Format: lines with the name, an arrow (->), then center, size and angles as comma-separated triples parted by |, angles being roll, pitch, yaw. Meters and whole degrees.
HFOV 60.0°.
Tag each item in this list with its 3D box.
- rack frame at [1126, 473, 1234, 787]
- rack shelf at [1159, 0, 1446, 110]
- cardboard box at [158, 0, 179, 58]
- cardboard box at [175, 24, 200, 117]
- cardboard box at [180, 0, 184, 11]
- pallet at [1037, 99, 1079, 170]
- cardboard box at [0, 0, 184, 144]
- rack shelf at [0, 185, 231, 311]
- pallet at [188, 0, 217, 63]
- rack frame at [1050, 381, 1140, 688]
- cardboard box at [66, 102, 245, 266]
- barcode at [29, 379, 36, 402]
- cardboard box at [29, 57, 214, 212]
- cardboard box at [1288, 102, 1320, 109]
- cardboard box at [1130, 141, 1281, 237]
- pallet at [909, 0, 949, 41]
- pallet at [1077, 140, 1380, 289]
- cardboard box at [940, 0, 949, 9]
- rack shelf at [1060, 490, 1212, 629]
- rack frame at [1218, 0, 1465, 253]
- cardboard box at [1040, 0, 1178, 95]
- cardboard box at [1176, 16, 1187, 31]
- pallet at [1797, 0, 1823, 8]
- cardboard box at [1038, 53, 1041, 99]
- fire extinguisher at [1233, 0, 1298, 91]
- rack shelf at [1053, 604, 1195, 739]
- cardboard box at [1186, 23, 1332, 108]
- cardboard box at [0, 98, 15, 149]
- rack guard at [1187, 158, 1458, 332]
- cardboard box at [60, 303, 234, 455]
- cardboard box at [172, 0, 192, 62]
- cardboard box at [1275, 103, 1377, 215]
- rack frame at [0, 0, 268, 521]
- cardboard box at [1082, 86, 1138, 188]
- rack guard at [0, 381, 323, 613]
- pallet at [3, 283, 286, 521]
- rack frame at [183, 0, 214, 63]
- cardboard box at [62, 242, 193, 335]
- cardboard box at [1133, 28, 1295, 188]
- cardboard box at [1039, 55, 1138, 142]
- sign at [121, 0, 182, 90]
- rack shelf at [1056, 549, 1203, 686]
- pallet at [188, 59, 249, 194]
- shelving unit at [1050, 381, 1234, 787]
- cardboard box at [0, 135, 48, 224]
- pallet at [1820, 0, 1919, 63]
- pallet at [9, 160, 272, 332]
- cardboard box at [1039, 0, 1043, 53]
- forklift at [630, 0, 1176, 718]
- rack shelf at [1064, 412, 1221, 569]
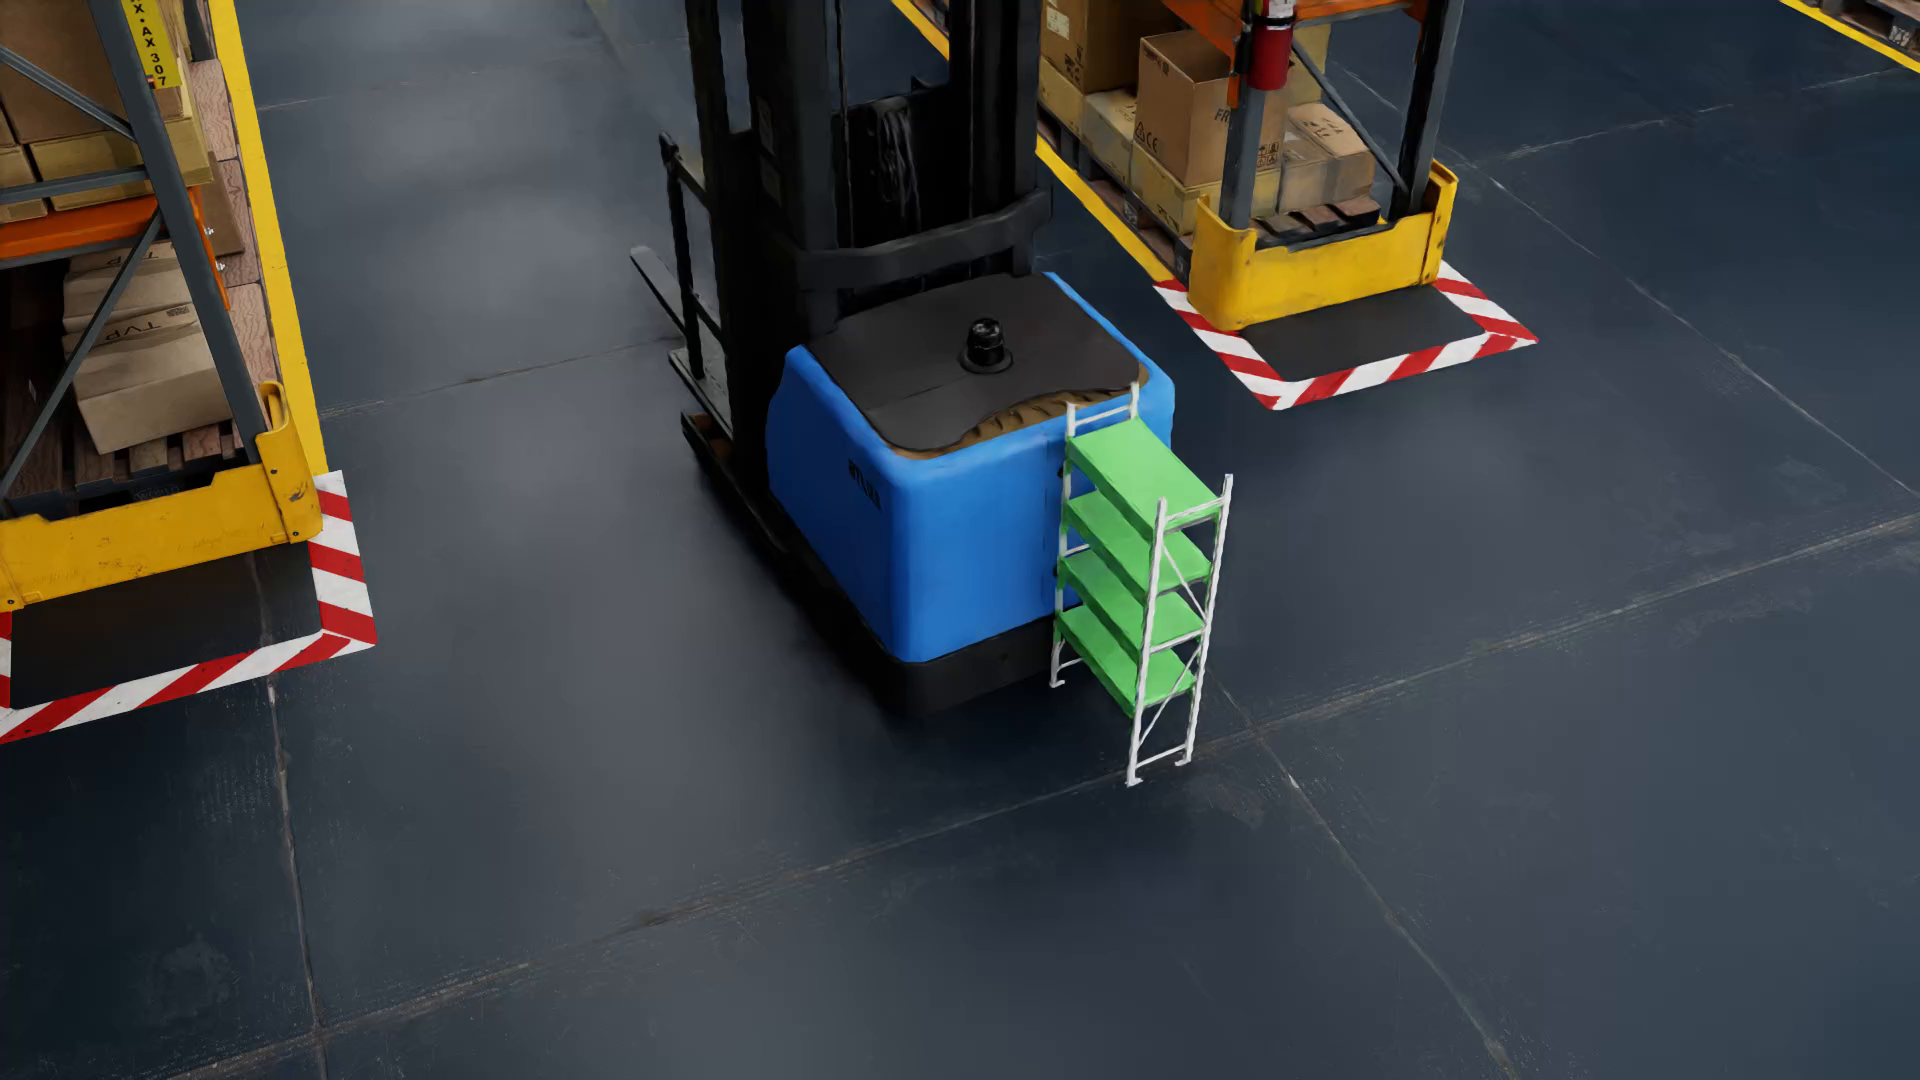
rack frame -> 0.646, 0.303, 4.977 | 0.240, 1.200, 0.015 | -19, 45, -21
rack shelf -> 0.839, -3.237, 8.266 | 1.077, 0.370, 4.000 | -15, 43, -17
cardboard box -> -3.056, -1.965, 5.759 | 0.500, 0.500, 0.500 | -15, 43, -17
cardboard box -> -3.077, -1.700, 6.026 | 0.500, 0.250, 0.500 | -16, 43, -18
cardboard box -> -3.457, -2.314, 6.740 | 0.500, 0.250, 0.500 | -15, 43, -16
pallet -> 0.810, -2.432, 8.916 | 1.003, 0.211, 1.213 | -15, 43, -17
cardboard box -> -2.876, -1.665, 5.410 | 0.500, 0.500, 0.500 | -15, 43, -17
rack shelf -> -3.737, -1.999, 6.826 | 1.077, 0.370, 4.000 | -15, 43, -17
pallet -> -4.801, -2.888, 9.447 | 1.003, 0.211, 1.213 | -15, 43, -17
rack frame -> 0.419, 0.015, 5.299 | 0.240, 1.200, 0.015 | -19, 45, -21
cardboard box -> -3.606, -1.523, 7.301 | 0.700, 0.500, 0.500 | -18, 44, -20
barcode -> -3.529, -0.568, 6.328 | 0.001, 0.075, 0.075 | -15, 43, -17
cardboard box -> -2.865, -1.391, 5.667 | 0.500, 0.250, 0.500 | -16, 43, -18
cardboard box -> 1.410, -2.101, 8.179 | 0.500, 0.250, 0.500 | -15, 43, -17
cardboard box -> 1.126, -1.671, 7.680 | 0.500, 0.250, 0.500 | -15, 43, -17
pallet -> 0.339, -3.168, 9.772 | 1.003, 0.211, 1.213 | -15, 43, -17
pallet -> 1.273, -1.698, 8.063 | 1.003, 0.211, 1.213 | -15, 43, -17
cardboard box -> 0.157, -3.174, 9.427 | 0.500, 0.250, 0.500 | -15, 43, -17
rack shelf -> 0.534, 0.028, 5.021 | 0.258, 0.148, 0.480 | -19, 45, -21
rack frame -> 1.604, -2.305, 6.630 | 1.000, 3.000, 0.127 | -15, 43, -17
cardboard box -> 0.728, -2.554, 8.131 | 0.500, 0.500, 0.500 | -15, 43, -17
cardboard box -> 1.208, -2.683, 8.282 | 0.500, 0.500, 0.500 | -15, 43, -17
pallet -> 5.340, -3.740, 10.437 | 1.003, 0.211, 1.213 | -15, 43, -17
cardboard box -> 0.541, -2.572, 8.727 | 0.500, 0.250, 0.500 | -15, 43, -17
fire extinguisher -> 1.220, -2.089, 6.438 | 0.296, 0.674, 0.183 | -15, 43, -17
rack shelf -> 0.530, 0.387, 5.339 | 0.258, 0.148, 0.480 | -19, 45, -21
cardboard box -> 1.411, -2.385, 7.935 | 0.500, 0.500, 0.500 | -15, 43, -17
cardboard box -> -3.348, -1.533, 5.257 | 0.500, 0.500, 0.500 | -16, 43, -17
rack guard -> 1.613, -1.343, 7.428 | 1.175, 0.500, 0.348 | -15, 43, -17
cardboard box -> -3.153, -0.654, 6.434 | 0.500, 0.311, 0.500 | -20, 45, -22
cardboard box -> -3.266, -2.009, 6.385 | 0.500, 0.250, 0.500 | -16, 43, -18
cardboard box -> 1.604, -1.800, 7.830 | 0.500, 0.250, 0.500 | -15, 43, -17
rack frame -> -2.971, -1.067, 5.190 | 1.000, 3.000, 0.127 | -15, 43, -17
cardboard box -> 0.923, -1.969, 8.026 | 0.500, 0.250, 0.500 | -15, 43, -17
rack guard -> -3.000, -0.165, 6.059 | 1.175, 0.500, 0.348 | -15, 43, -17
pallet -> -3.279, -0.554, 6.732 | 1.003, 0.211, 1.213 | -15, 43, -17
rack frame -> -4.502, -3.477, 7.992 | 1.000, 3.000, 0.127 | -15, 43, -17
cardboard box -> -3.371, -0.997, 6.834 | 0.500, 0.311, 0.500 | -12, 42, -13
cardboard box -> 1.124, -1.955, 7.435 | 0.500, 0.500, 0.500 | -15, 43, -17
cardboard box -> 0.730, -2.270, 8.376 | 0.500, 0.250, 0.500 | -15, 43, -17
sign -> -2.470, -1.531, 5.066 | 0.100, 0.325, 0.005 | -15, 43, -17
rack shelf -> 0.532, 0.207, 5.180 | 0.258, 0.148, 0.480 | -19, 45, -21
pallet -> -4.212, -2.024, 8.441 | 1.003, 0.211, 1.213 | -15, 43, -17
shelving unit -> 0.533, 0.159, 5.138 | 0.258, 1.200, 0.503 | -19, 45, -21
cardboard box -> -3.329, -1.251, 5.504 | 0.500, 0.250, 0.500 | -15, 43, -16
pallet -> 5.803, -3.006, 9.584 | 1.003, 0.211, 1.213 | -15, 43, -17
pallet -> -3.742, -1.288, 7.585 | 1.003, 0.211, 1.213 | -15, 43, -17
cardboard box -> 0.538, -2.855, 8.481 | 0.500, 0.500, 0.500 | -15, 43, -17
forklift -> -0.453, -1.478, 5.721 | 1.130, 2.935, 3.031 | -20, 44, -21
rack shelf -> 0.536, -0.152, 4.862 | 0.258, 0.148, 0.480 | -19, 45, -21
